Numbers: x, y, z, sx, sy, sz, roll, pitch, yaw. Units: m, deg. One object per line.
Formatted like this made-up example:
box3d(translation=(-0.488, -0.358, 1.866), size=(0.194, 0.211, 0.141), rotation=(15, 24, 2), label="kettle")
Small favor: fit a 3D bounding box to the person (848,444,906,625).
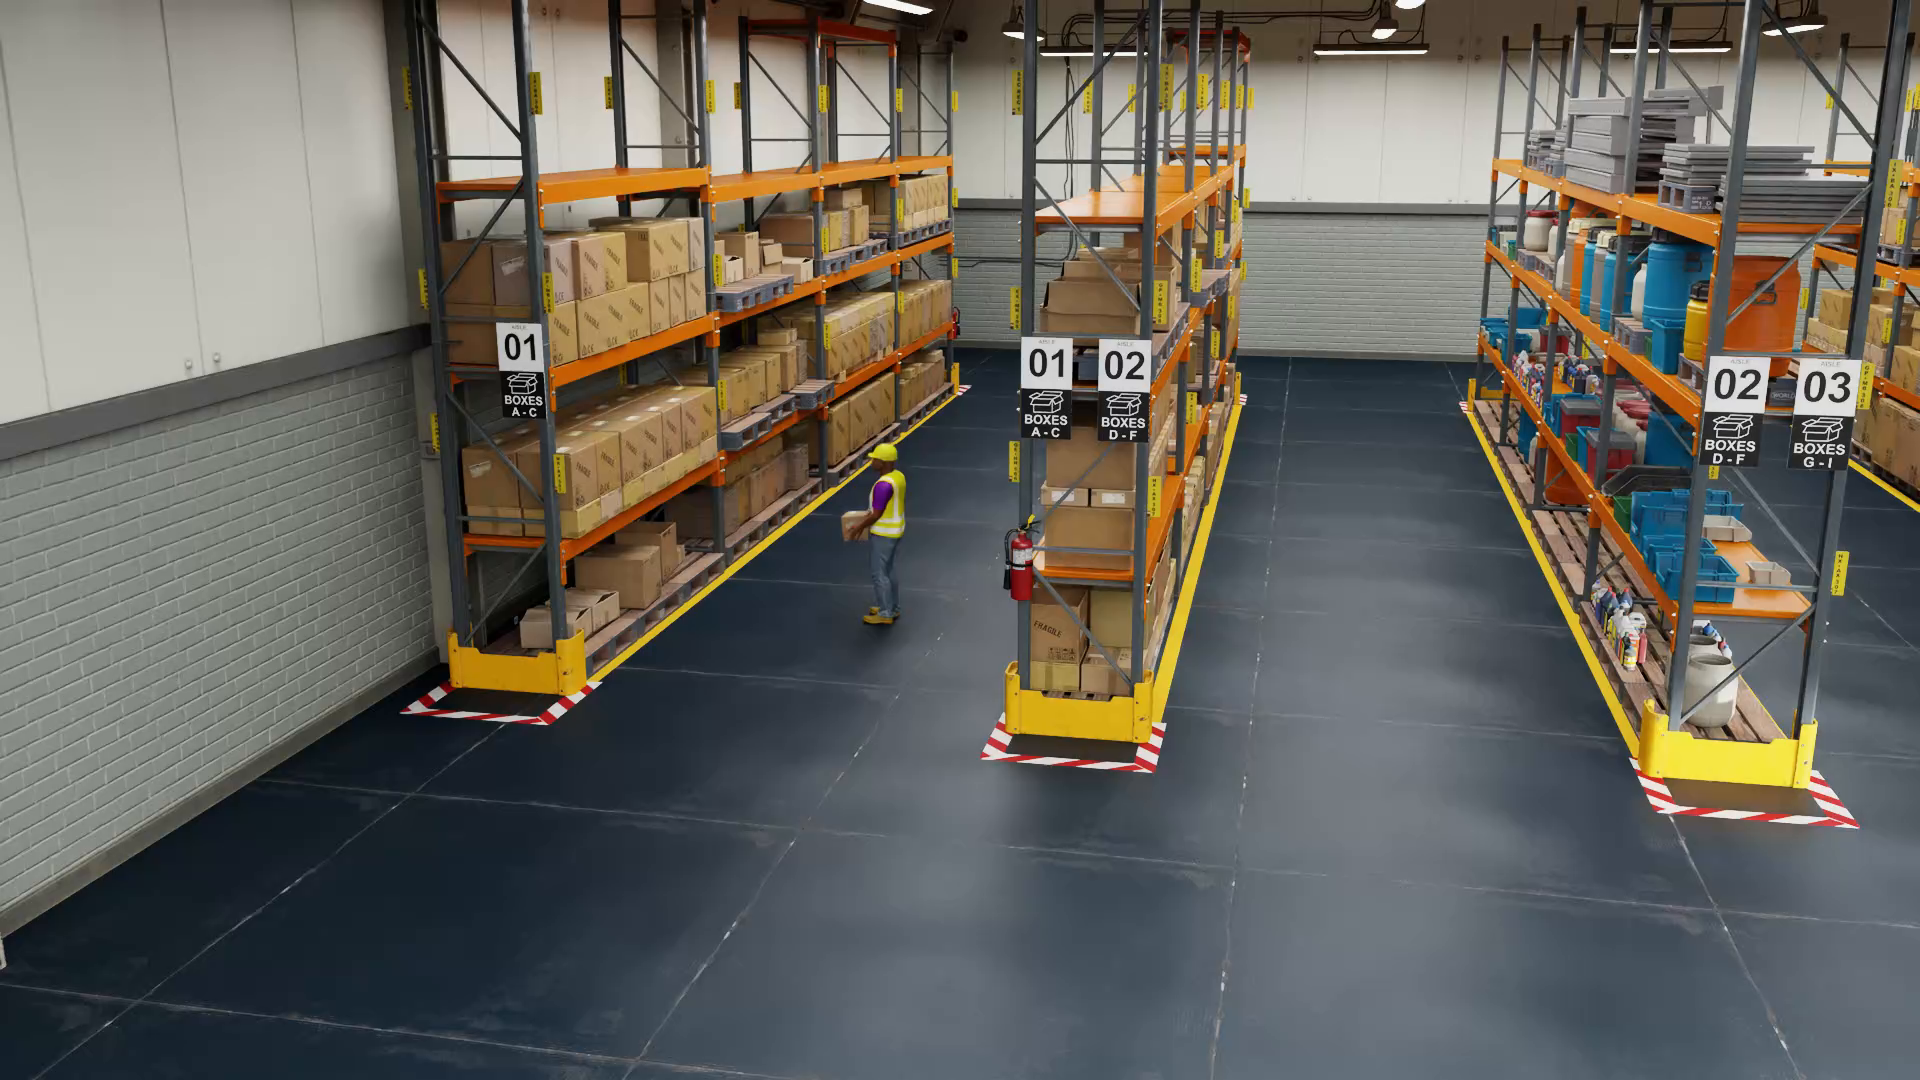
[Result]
box3d(translation=(-0.803, -0.071, 16.234), size=(0.532, 1.769, 0.553), rotation=(3, 15, 11), label="person")
